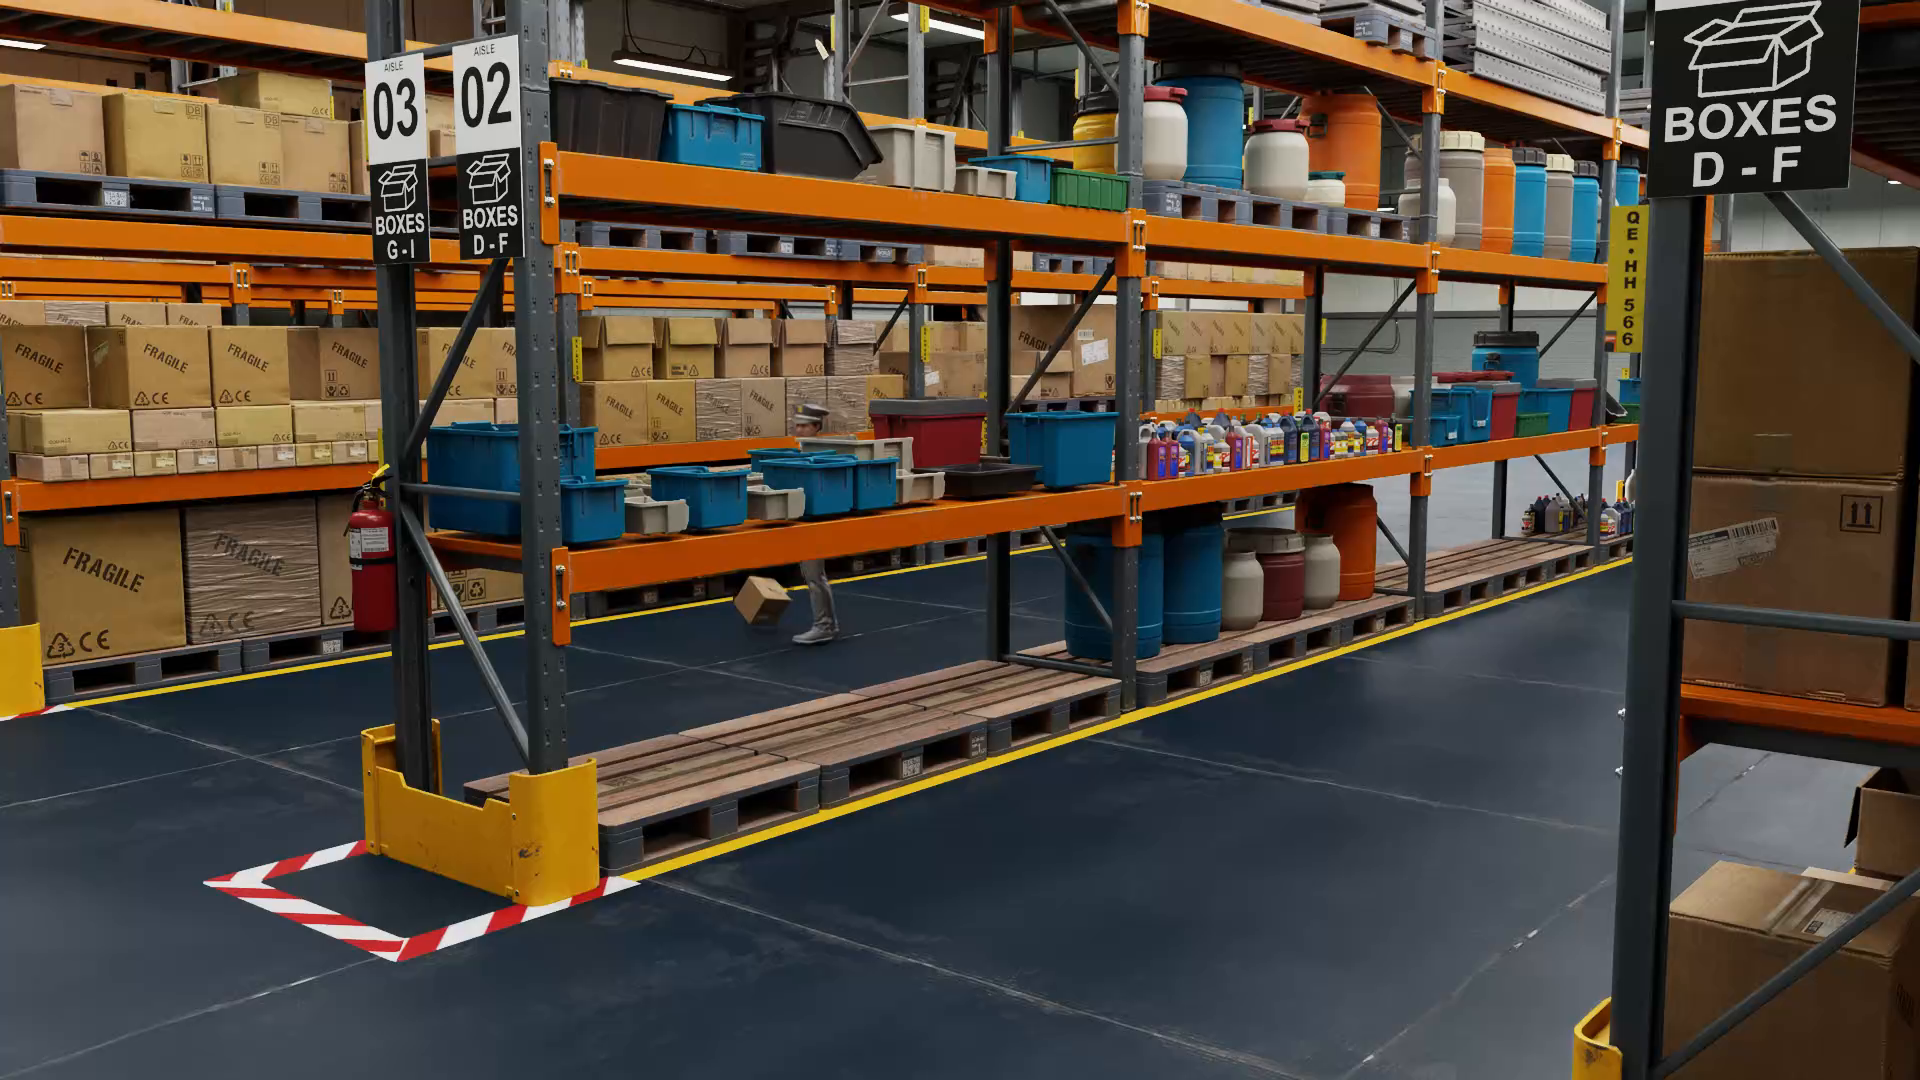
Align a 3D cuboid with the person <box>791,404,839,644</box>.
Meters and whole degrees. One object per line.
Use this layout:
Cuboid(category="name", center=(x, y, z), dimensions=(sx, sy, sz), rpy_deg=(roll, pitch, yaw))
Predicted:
Cuboid(category="person", center=(-1.033, -0.115, 11.565), dimensions=(0.400, 1.673, 0.621), rpy_deg=(-2, 7, -13))
